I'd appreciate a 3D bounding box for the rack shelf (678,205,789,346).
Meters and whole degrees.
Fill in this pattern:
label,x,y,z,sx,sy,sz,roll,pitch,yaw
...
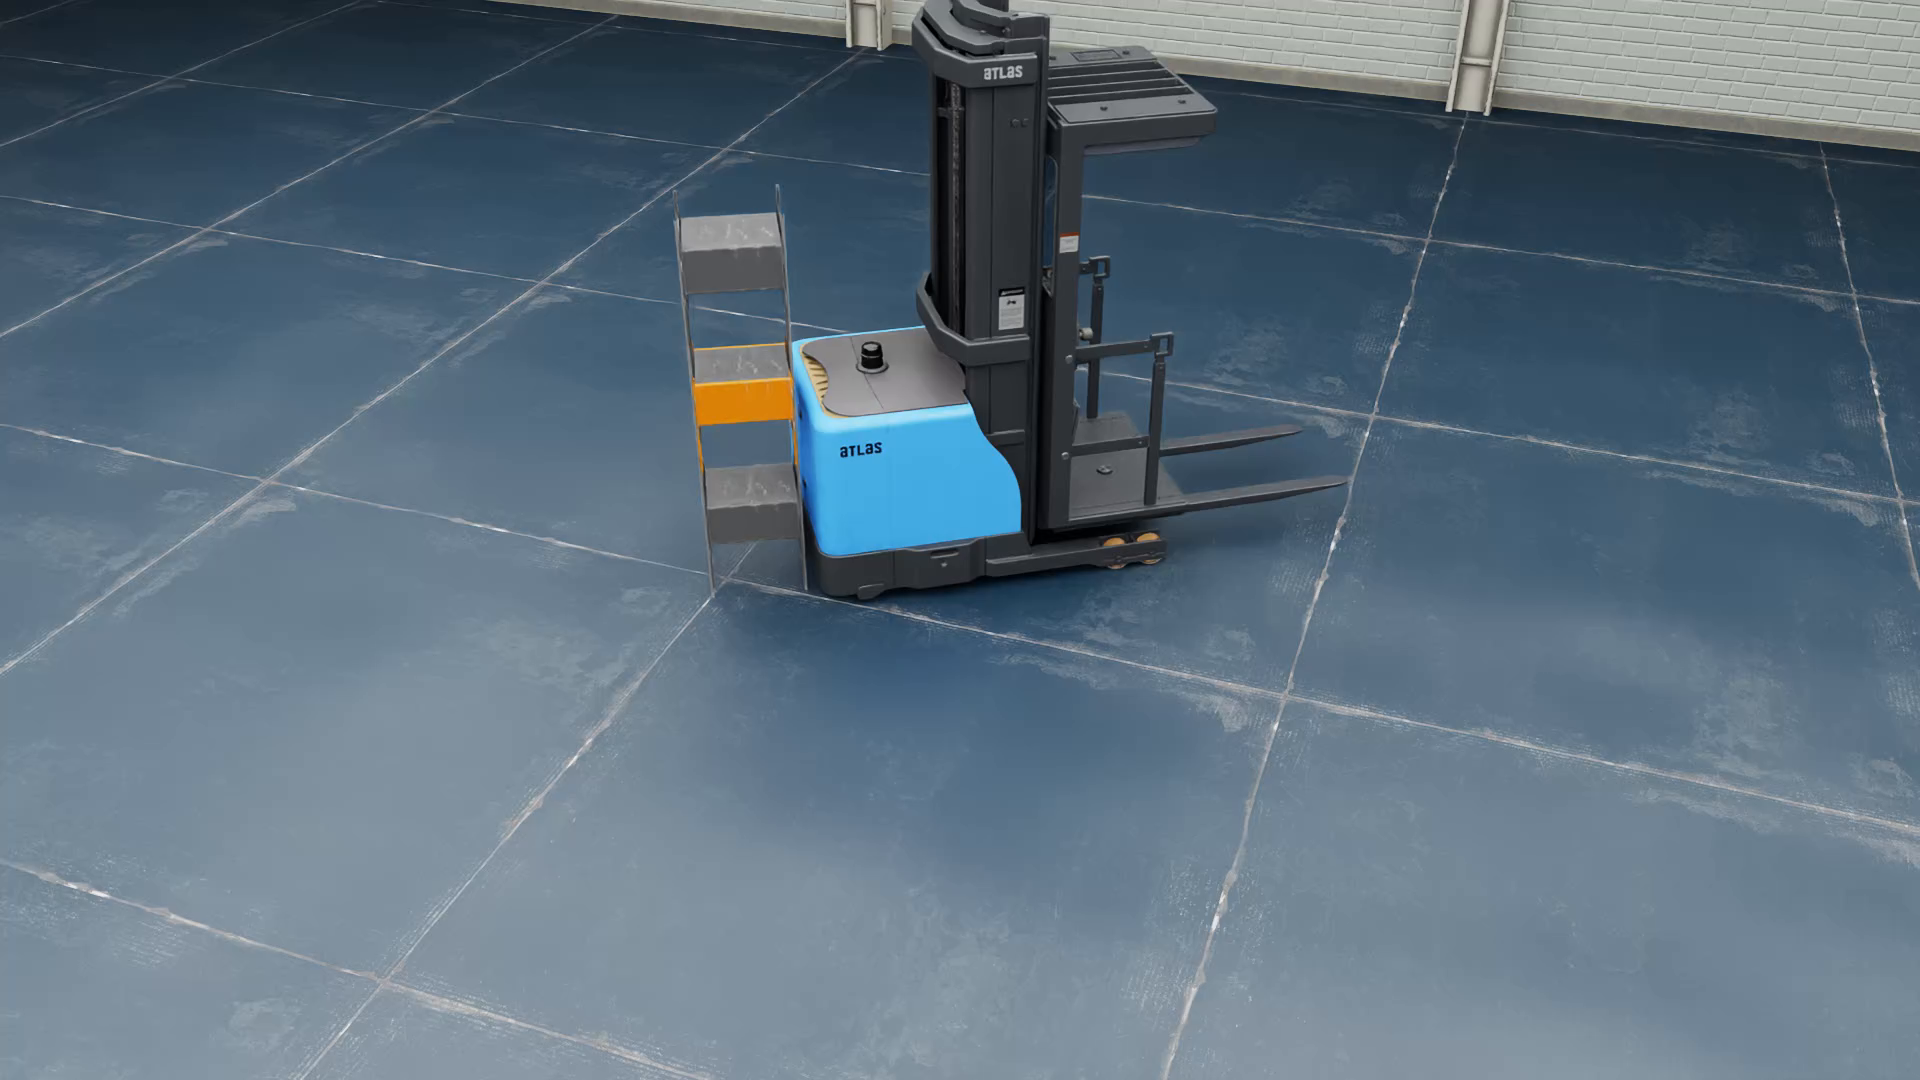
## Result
label,x,y,z,sx,sy,sz,roll,pitch,yaw
rack shelf,-1.088,-1.275,7.990,0.480,0.518,0.431,-5,33,-7

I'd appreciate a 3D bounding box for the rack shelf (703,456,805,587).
label,x,y,z,sx,sy,sz,roll,pitch,yaw
rack shelf,-1.086,-0.100,8.751,0.480,0.518,0.431,-5,33,-7

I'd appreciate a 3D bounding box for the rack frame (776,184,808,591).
label,x,y,z,sx,sy,sz,roll,pitch,yaw
rack frame,-0.846,-0.719,8.394,0.015,2.100,0.400,-5,33,-7

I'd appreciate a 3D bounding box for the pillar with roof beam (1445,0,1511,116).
label,x,y,z,sx,sy,sz,roll,pitch,yaw
pillar with roof beam,3.267,-5.586,9.574,0.400,9.000,9.100,11,34,16

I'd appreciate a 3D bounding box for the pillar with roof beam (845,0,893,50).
label,x,y,z,sx,sy,sz,roll,pitch,yaw
pillar with roof beam,-2.381,-6.684,11.275,0.400,9.000,9.100,11,34,16

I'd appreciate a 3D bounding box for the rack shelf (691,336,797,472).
label,x,y,z,sx,sy,sz,roll,pitch,yaw
rack shelf,-1.087,-0.687,8.370,0.480,0.518,0.431,-5,33,-7

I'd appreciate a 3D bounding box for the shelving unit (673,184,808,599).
label,x,y,z,sx,sy,sz,roll,pitch,yaw
shelving unit,-1.087,-0.699,8.363,0.503,2.100,0.431,-5,33,-7

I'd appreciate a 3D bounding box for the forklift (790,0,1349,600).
label,x,y,z,sx,sy,sz,roll,pitch,yaw
forklift,0.630,-1.345,8.599,3.031,2.935,1.130,-8,34,-12

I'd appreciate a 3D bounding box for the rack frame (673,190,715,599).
label,x,y,z,sx,sy,sz,roll,pitch,yaw
rack frame,-1.328,-0.679,8.333,0.015,2.100,0.400,-5,33,-7
